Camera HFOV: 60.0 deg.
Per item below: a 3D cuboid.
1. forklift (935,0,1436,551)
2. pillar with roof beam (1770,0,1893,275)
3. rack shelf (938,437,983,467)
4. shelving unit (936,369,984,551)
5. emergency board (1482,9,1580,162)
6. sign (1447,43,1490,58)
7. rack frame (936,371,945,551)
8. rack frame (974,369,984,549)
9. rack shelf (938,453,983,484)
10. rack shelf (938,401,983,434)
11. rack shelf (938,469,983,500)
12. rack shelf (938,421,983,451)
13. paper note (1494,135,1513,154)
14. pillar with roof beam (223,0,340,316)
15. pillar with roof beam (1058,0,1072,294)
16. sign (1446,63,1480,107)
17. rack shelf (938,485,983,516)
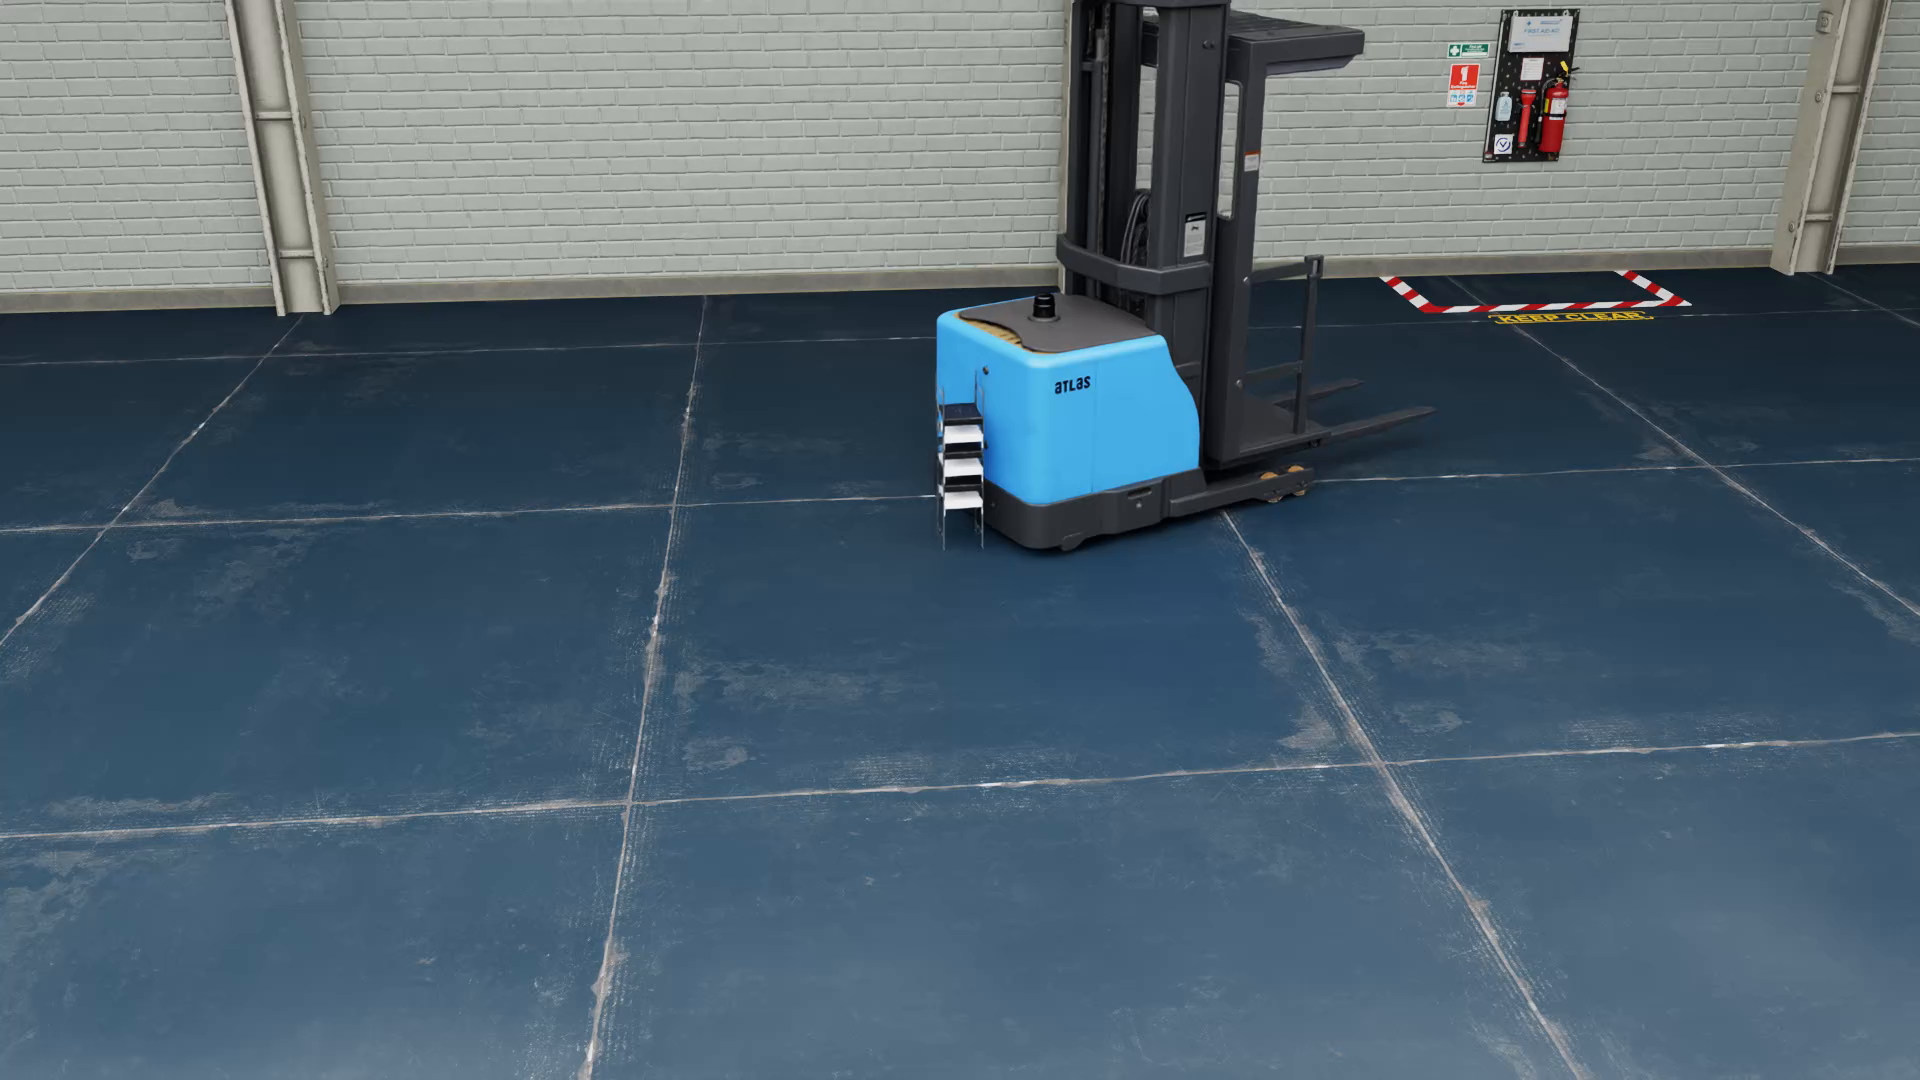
[{"bbox_3d":[1.387,-1.713,8.995,3.031,2.935,1.130,-14,28,-28],"label":"forklift"},{"bbox_3d":[7.391,-4.613,8.049,0.400,9.000,9.100,-2,24,-5],"label":"pillar with roof beam"},{"bbox_3d":[-0.002,-0.460,8.536,0.200,0.077,0.258,-4,24,-8],"label":"rack shelf"},{"bbox_3d":[-0.002,-0.408,8.559,0.210,0.900,0.258,-4,24,-8],"label":"shelving unit"},{"bbox_3d":[4.505,-3.528,12.995,0.643,1.169,0.194,-2,24,-5],"label":"emergency board"},{"bbox_3d":[3.950,-3.803,12.917,0.331,0.109,0.001,-2,24,-5],"label":"sign"},{"bbox_3d":[-0.102,-0.401,8.544,0.006,0.900,0.240,-4,24,-8],"label":"rack frame"},{"bbox_3d":[0.099,-0.414,8.574,0.006,0.900,0.240,-4,24,-8],"label":"rack frame"},{"bbox_3d":[-0.002,-0.377,8.573,0.200,0.077,0.258,-4,24,-8],"label":"rack shelf"},{"bbox_3d":[-0.002,-0.624,8.463,0.200,0.077,0.258,-4,24,-8],"label":"rack shelf"},{"bbox_3d":[-0.002,-0.295,8.610,0.200,0.077,0.258,-4,24,-8],"label":"rack shelf"},{"bbox_3d":[-0.002,-0.542,8.500,0.200,0.077,0.258,-4,24,-8],"label":"rack shelf"},{"bbox_3d":[4.322,-3.147,13.221,0.142,0.148,0.016,-2,24,-5],"label":"paper note"},{"bbox_3d":[-4.551,-4.134,6.972,0.400,9.000,9.100,-2,24,-5],"label":"pillar with roof beam"},{"bbox_3d":[1.420,-4.374,7.510,0.400,9.000,9.100,-2,24,-5],"label":"pillar with roof beam"},{"bbox_3d":[3.945,-3.564,13.032,0.234,0.329,0.001,-2,24,-5],"label":"sign"},{"bbox_3d":[-0.002,-0.213,8.646,0.200,0.077,0.258,-4,24,-8],"label":"rack shelf"}]
